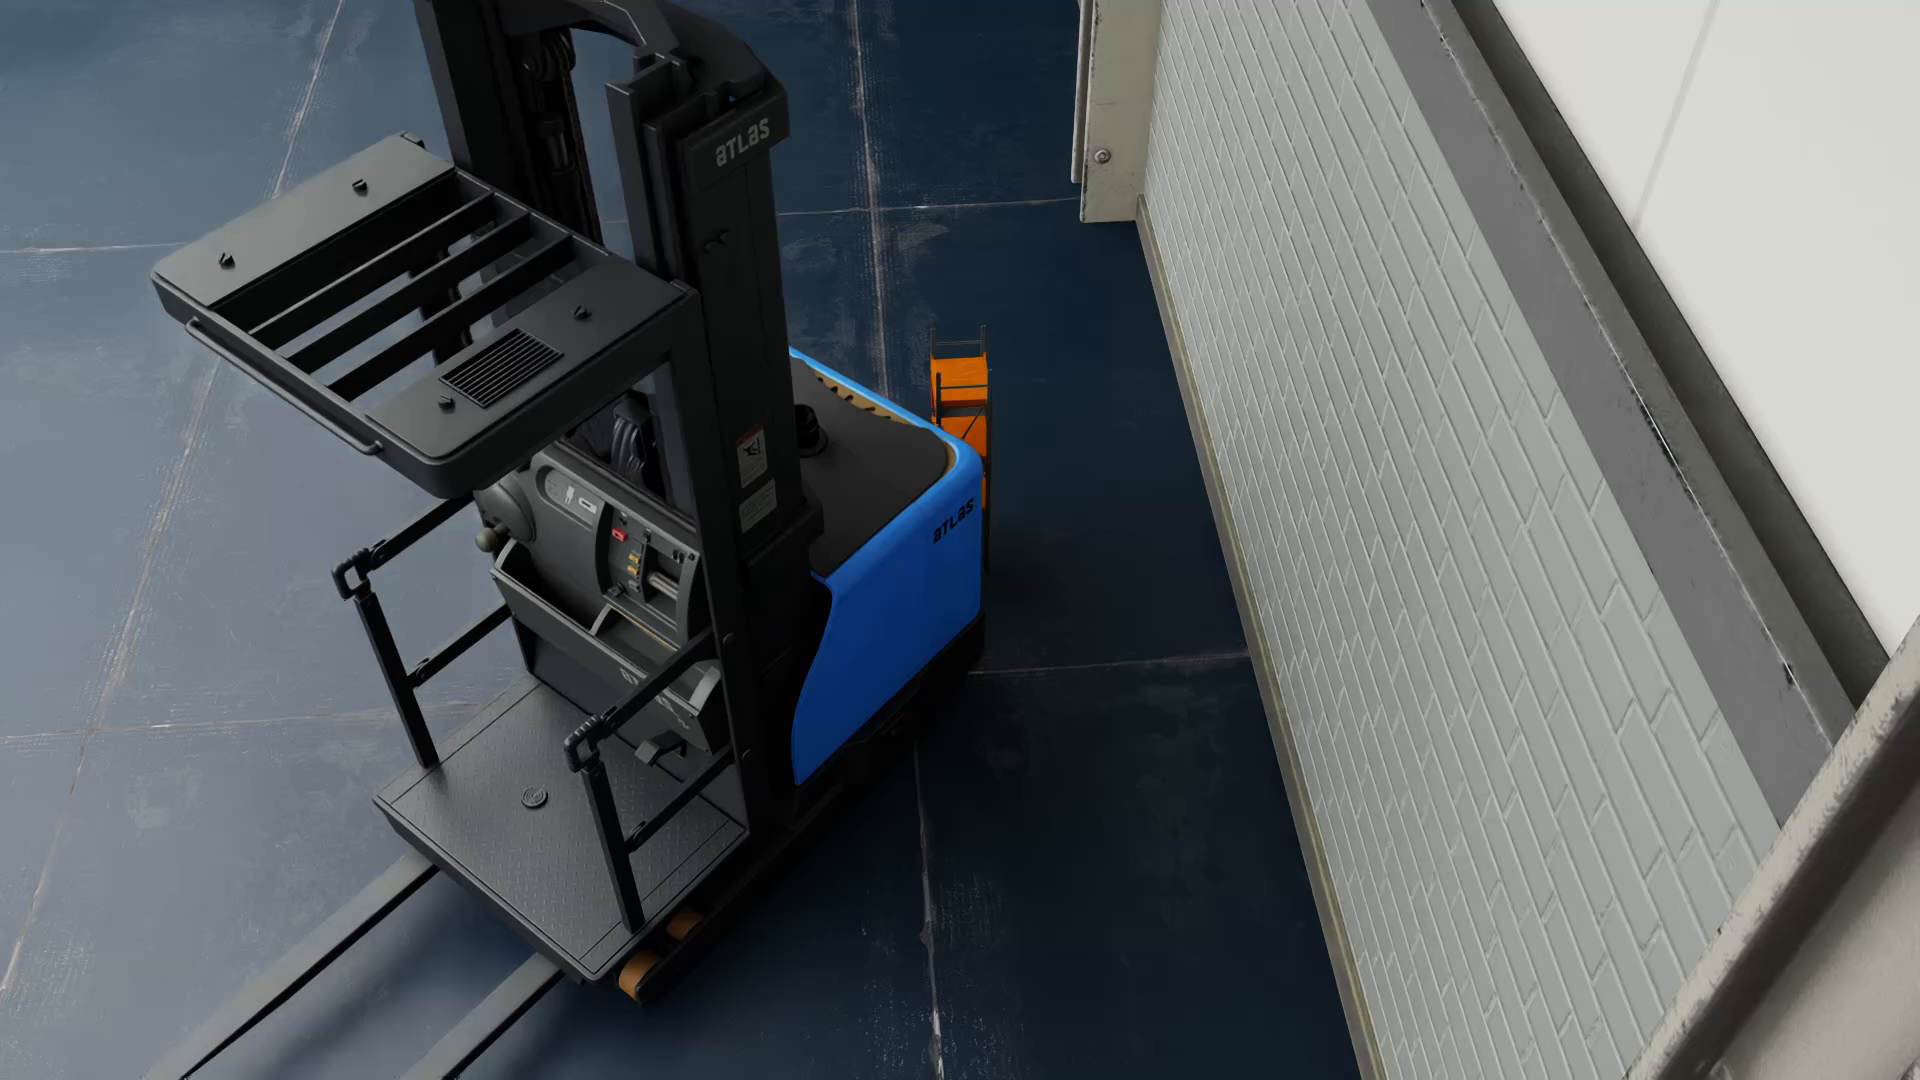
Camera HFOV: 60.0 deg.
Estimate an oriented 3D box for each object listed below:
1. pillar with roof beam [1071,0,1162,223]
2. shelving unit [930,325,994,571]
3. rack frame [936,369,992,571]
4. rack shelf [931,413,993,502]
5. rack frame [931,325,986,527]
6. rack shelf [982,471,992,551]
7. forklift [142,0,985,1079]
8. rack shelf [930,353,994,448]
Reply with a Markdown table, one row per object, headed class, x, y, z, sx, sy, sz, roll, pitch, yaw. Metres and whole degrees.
| class | x | y | z | sx | sy | sz | roll | pitch | yaw |
| --- | --- | --- | --- | --- | --- | --- | --- | --- | --- |
| pillar with roof beam | -3.552 | -4.558 | 4.869 | 9.100 | 9.000 | 0.400 | -3 | 47 | -3 |
| shelving unit | 0.004 | -0.322 | 6.332 | 0.215 | 1.050 | 0.252 | -3 | 47 | -3 |
| rack frame | 0.015 | -0.234 | 6.249 | 0.200 | 1.050 | 0.008 | -3 | 47 | -3 |
| rack shelf | 0.004 | -0.315 | 6.340 | 0.215 | 0.259 | 0.240 | -3 | 47 | -3 |
| rack frame | -0.006 | -0.411 | 6.416 | 0.200 | 1.050 | 0.008 | -3 | 47 | -3 |
| rack shelf | 0.004 | -0.124 | 6.542 | 0.215 | 0.259 | 0.240 | -3 | 47 | -3 |
| forklift | -1.222 | 0.054 | 4.681 | 1.130 | 2.935 | 3.031 | 30 | 54 | 25 |
| rack shelf | 0.004 | -0.510 | 6.134 | 0.215 | 0.259 | 0.240 | -3 | 47 | -3 |
